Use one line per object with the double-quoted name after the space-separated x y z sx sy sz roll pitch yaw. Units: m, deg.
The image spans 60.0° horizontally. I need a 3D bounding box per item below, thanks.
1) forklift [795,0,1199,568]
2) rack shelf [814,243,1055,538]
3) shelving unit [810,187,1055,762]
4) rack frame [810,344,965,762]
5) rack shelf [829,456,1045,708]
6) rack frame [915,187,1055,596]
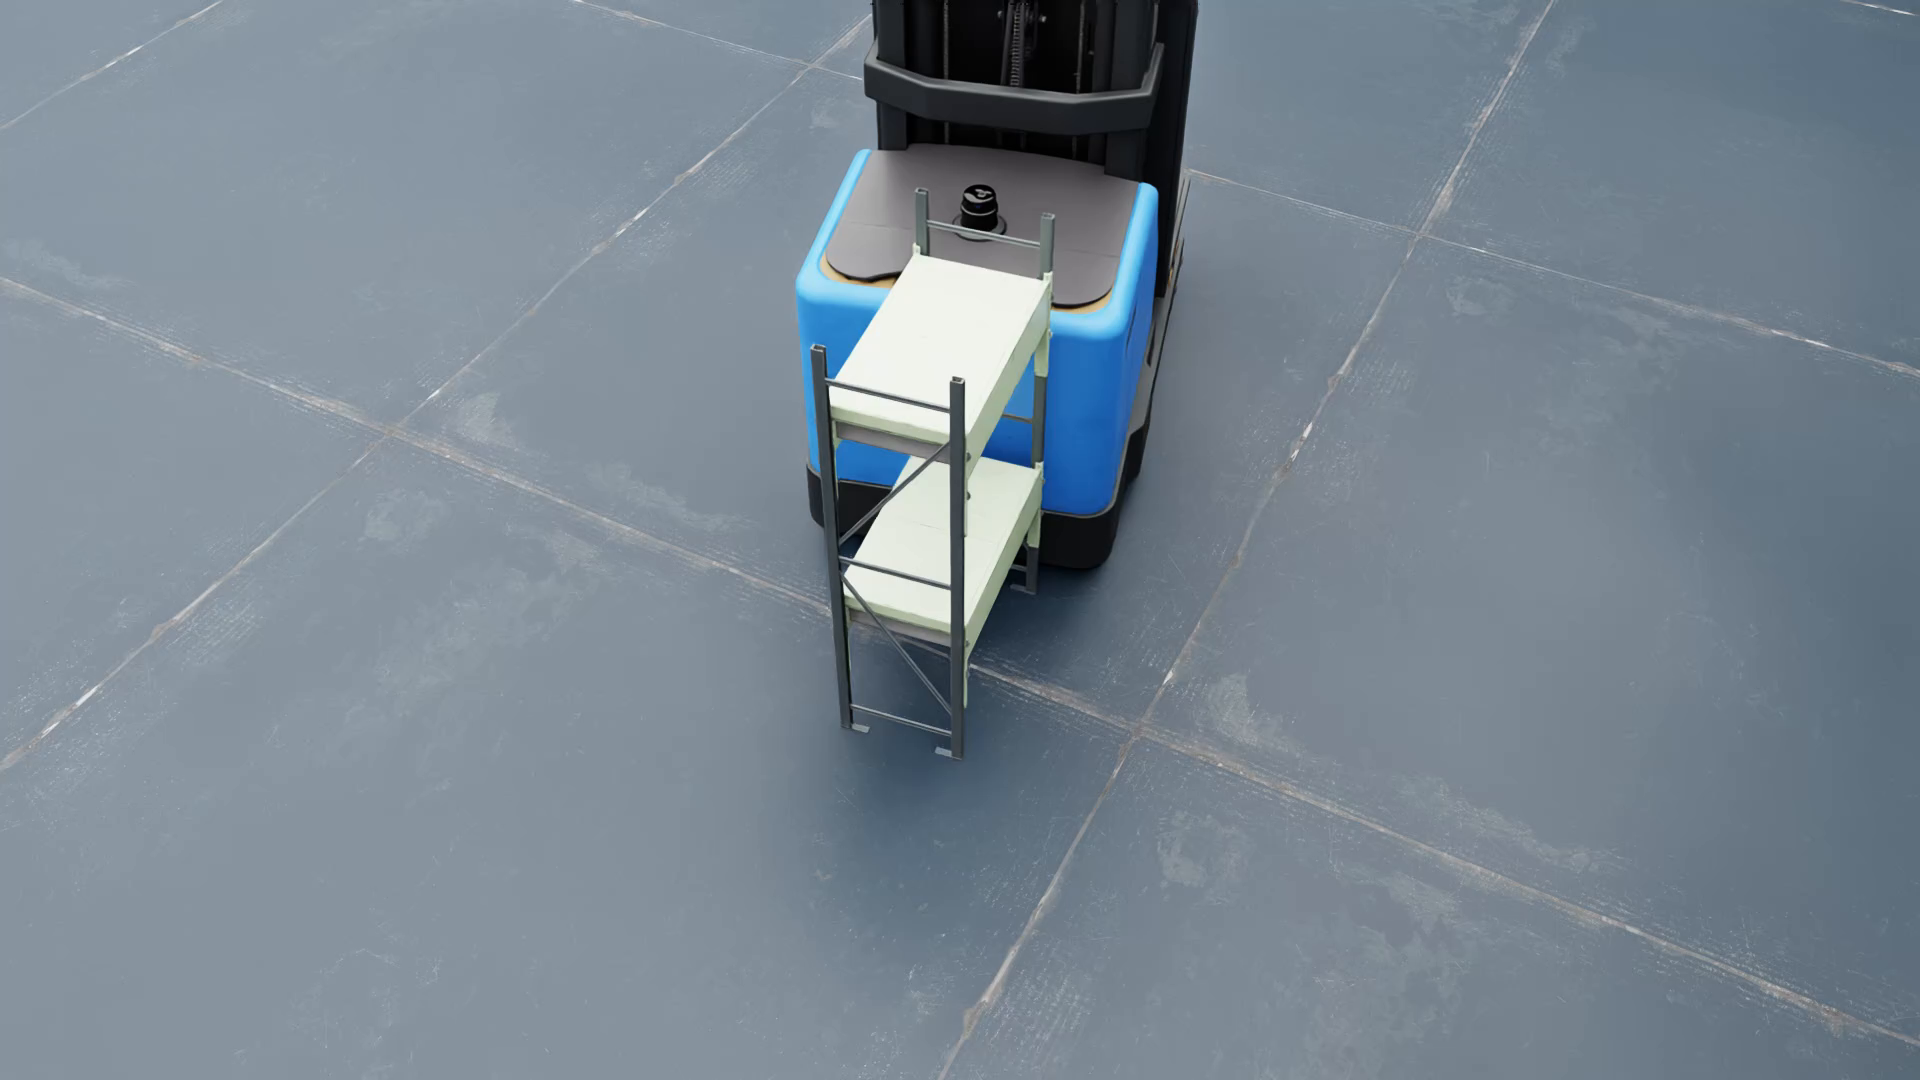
0.298 -2.001 5.667 1.130 2.935 3.031 9 46 9 "forklift"
-0.056 -0.424 4.566 0.431 0.370 0.720 14 47 14 "rack shelf"
-0.056 -0.150 4.844 0.431 1.500 0.755 14 47 14 "shelving unit"
-0.179 0.095 4.601 0.400 1.500 0.023 14 47 14 "rack frame"
-0.056 0.079 5.075 0.431 0.370 0.720 14 47 14 "rack shelf"
0.067 -0.395 5.086 0.400 1.500 0.023 14 47 14 "rack frame"
